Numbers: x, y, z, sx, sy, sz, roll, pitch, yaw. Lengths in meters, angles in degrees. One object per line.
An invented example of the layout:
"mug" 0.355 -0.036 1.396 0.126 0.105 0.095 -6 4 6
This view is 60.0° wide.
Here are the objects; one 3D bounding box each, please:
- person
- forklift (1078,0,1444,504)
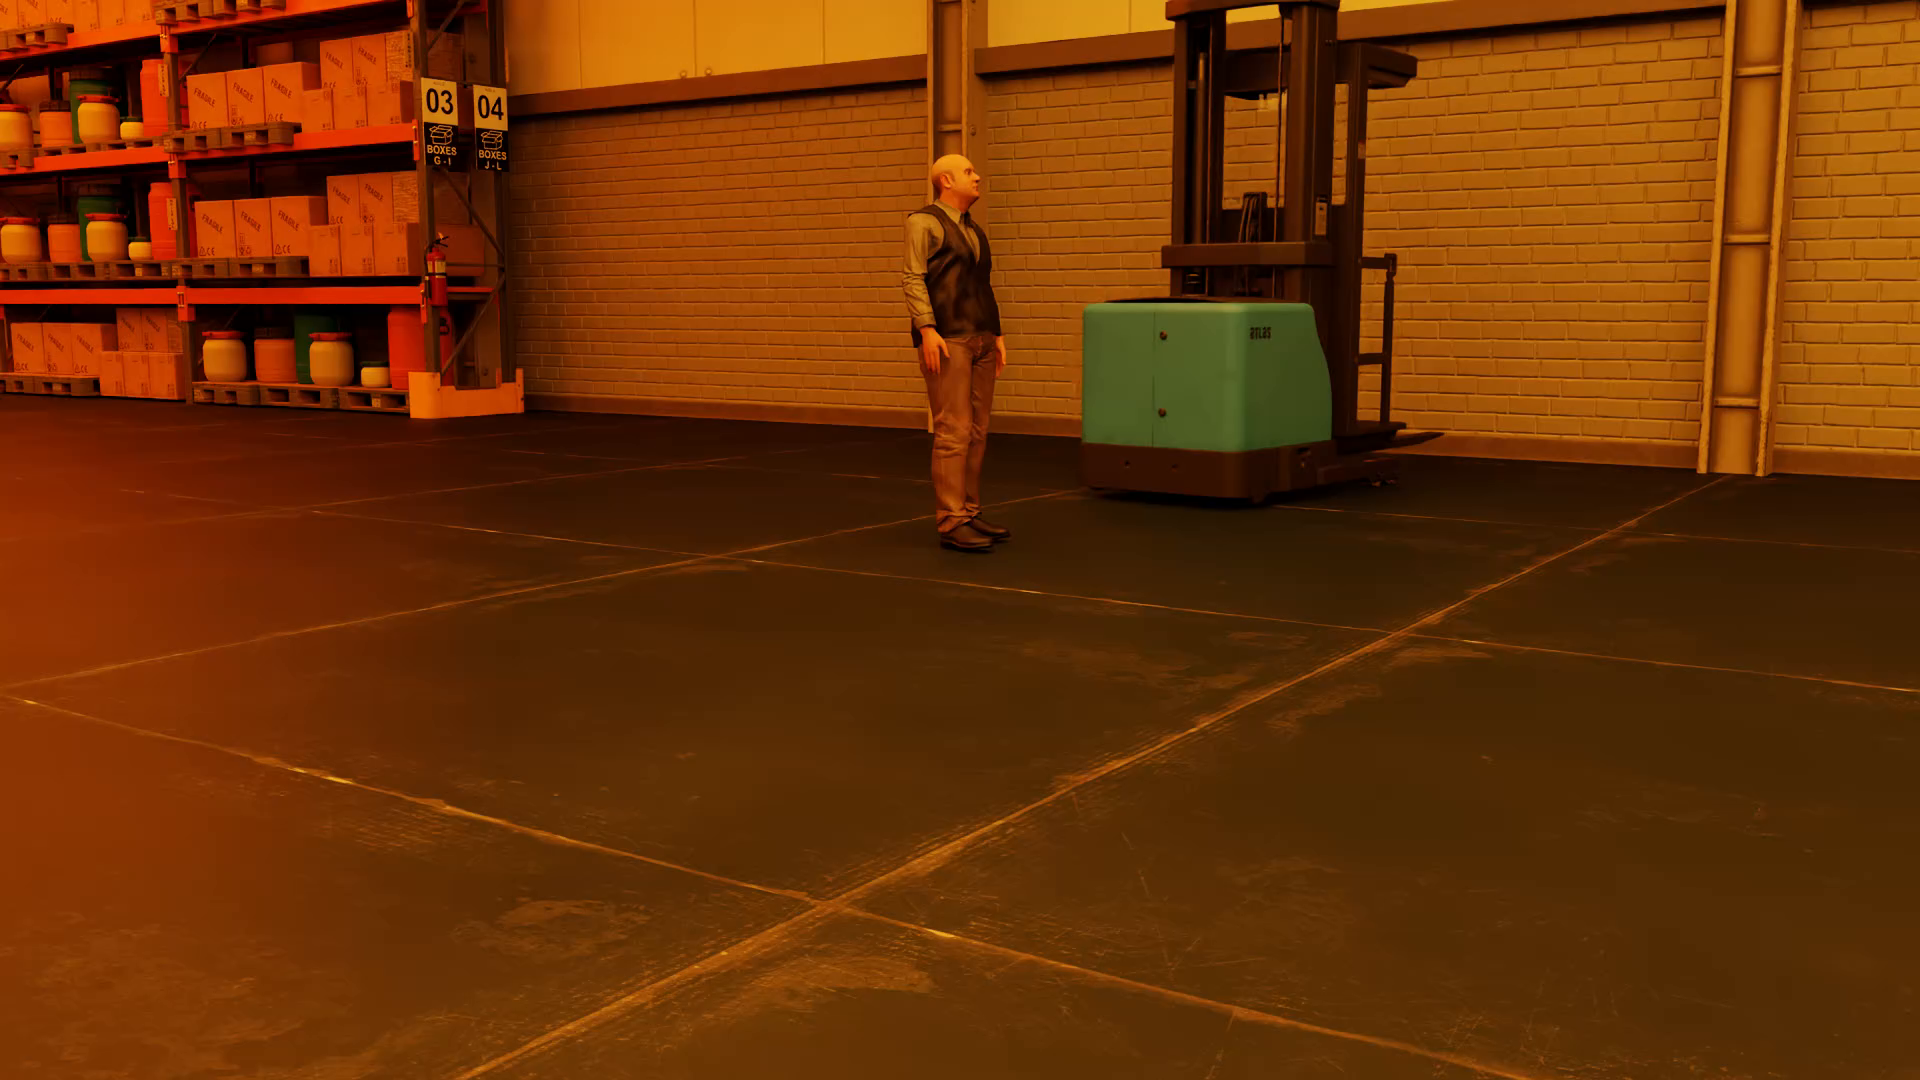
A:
"person" 0.048 -0.853 7.441 0.566 1.722 0.633 5 10 34
"forklift" 1.981 -1.801 9.859 1.130 2.935 3.031 7 10 39
